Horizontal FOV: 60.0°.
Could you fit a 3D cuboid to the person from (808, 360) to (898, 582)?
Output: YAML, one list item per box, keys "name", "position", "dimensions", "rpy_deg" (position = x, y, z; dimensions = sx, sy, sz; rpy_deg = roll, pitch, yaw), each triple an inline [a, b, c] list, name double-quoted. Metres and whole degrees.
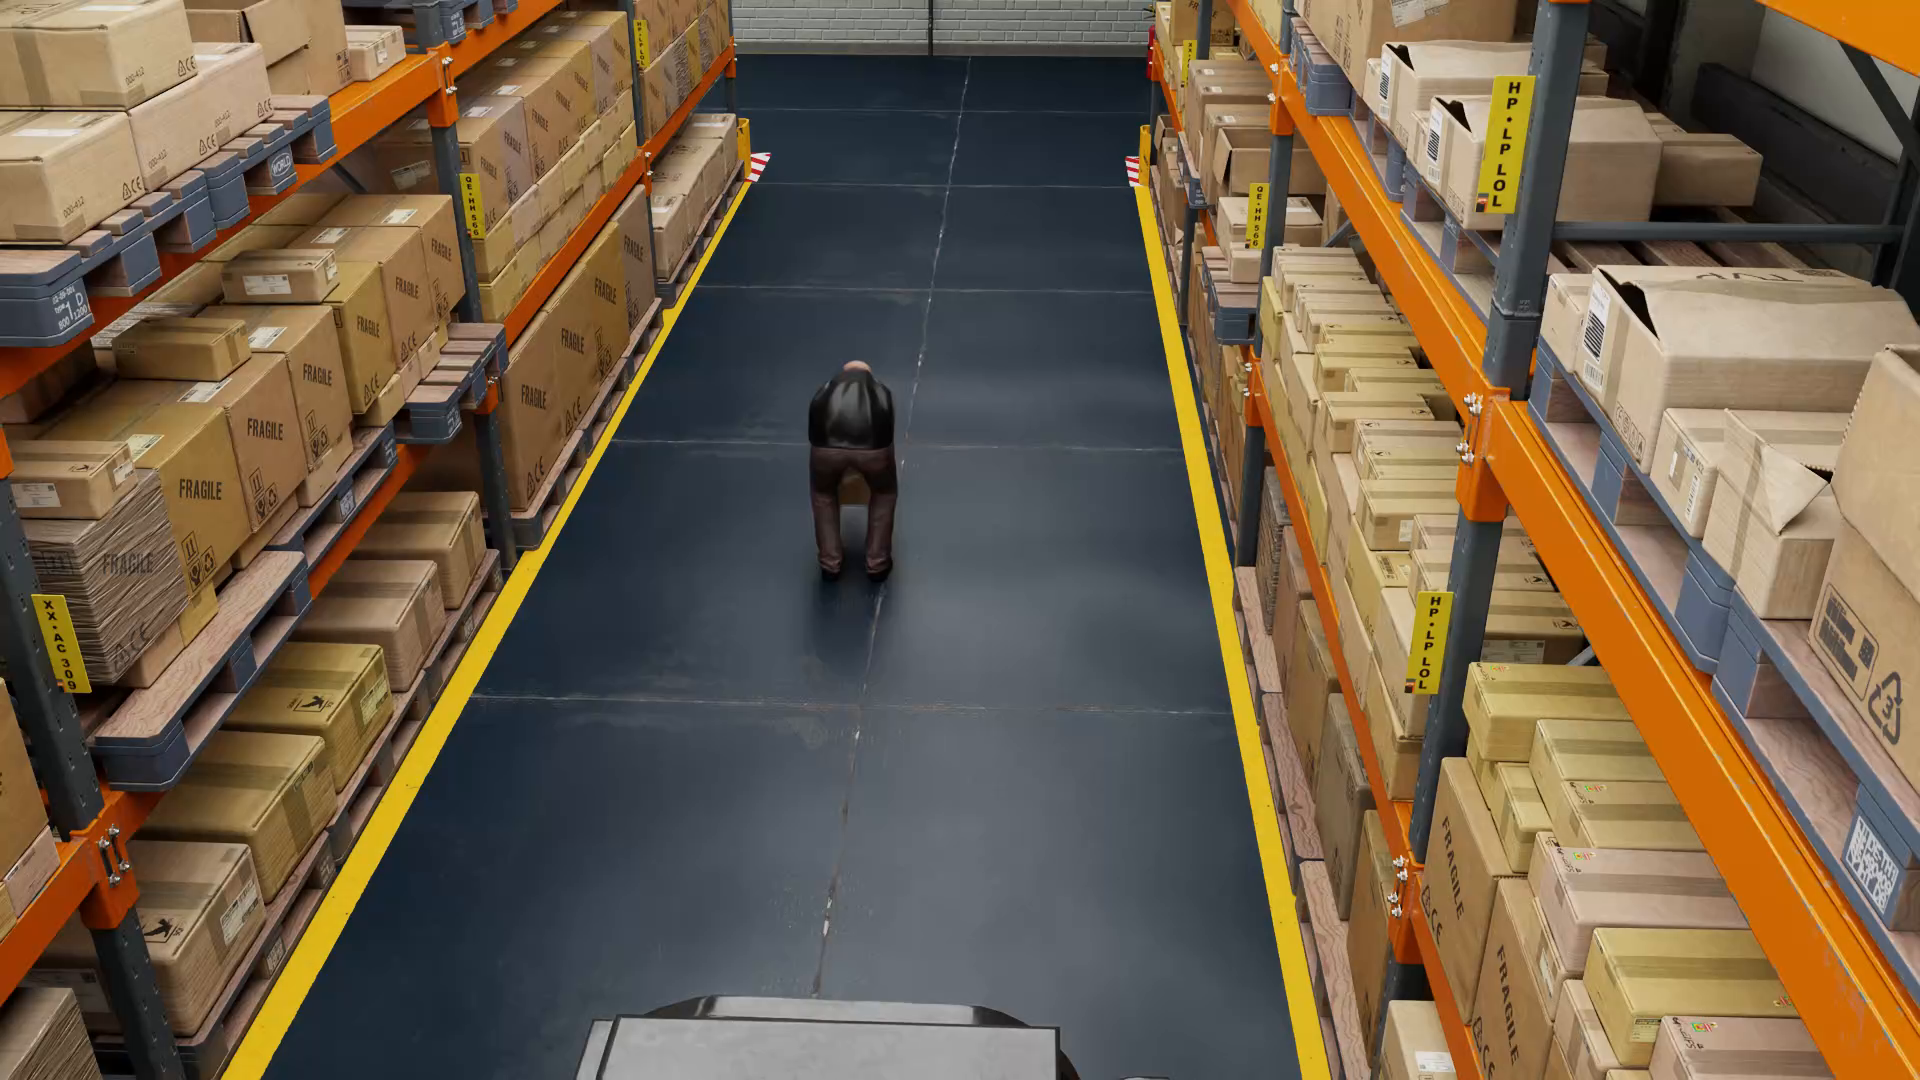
- name: "person"
  position: [-0.577, -0.415, 9.103]
  dimensions: [0.475, 1.100, 0.961]
  rpy_deg: [0, 28, 0]
